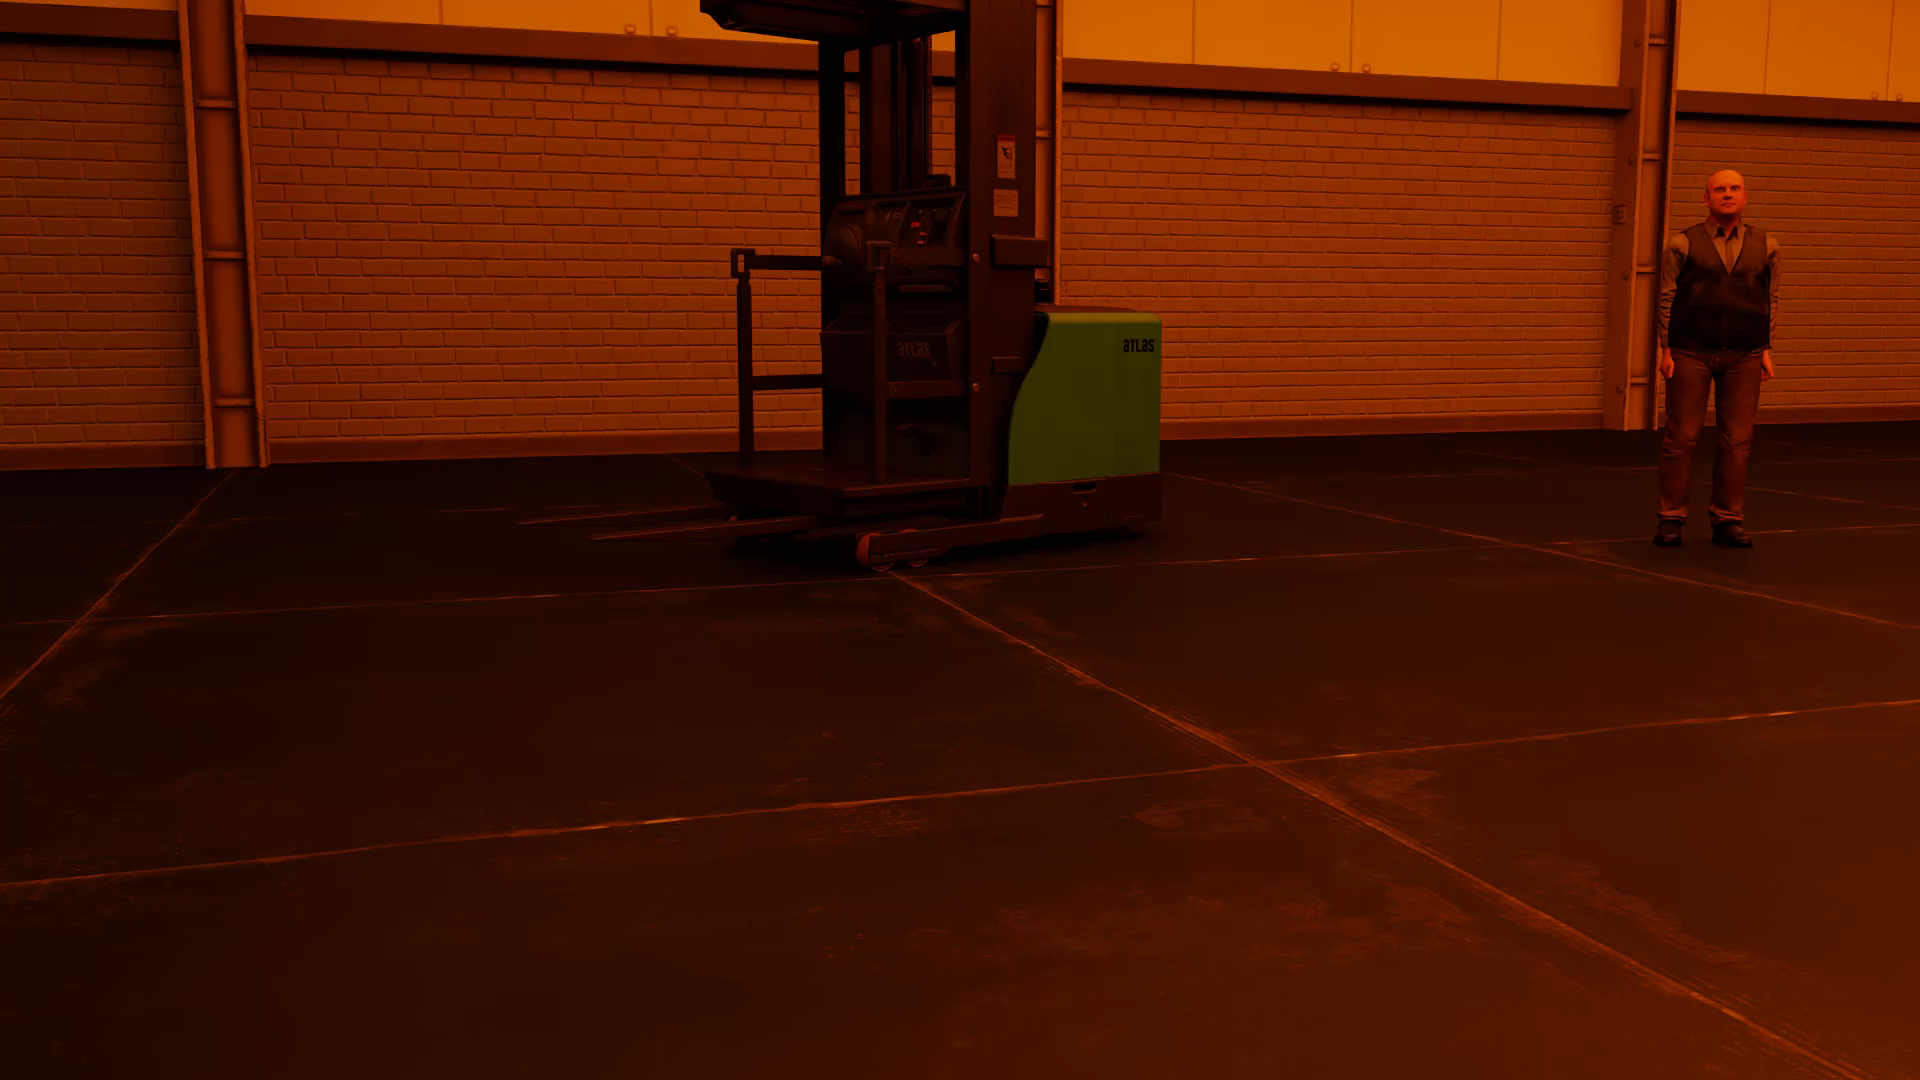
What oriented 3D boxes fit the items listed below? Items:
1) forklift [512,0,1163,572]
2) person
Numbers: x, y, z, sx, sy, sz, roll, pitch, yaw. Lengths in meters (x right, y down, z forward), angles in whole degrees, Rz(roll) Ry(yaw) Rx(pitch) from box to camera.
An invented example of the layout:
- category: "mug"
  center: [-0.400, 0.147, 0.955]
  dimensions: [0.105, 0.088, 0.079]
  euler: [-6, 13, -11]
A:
- category: "forklift"
  center: [-0.461, -1.399, 7.333]
  dimensions: [3.031, 2.935, 1.130]
  euler: [-7, 10, -40]
- category: "person"
  center: [3.515, -0.840, 7.717]
  dimensions: [0.525, 1.724, 0.376]
  euler: [1, 8, 11]
